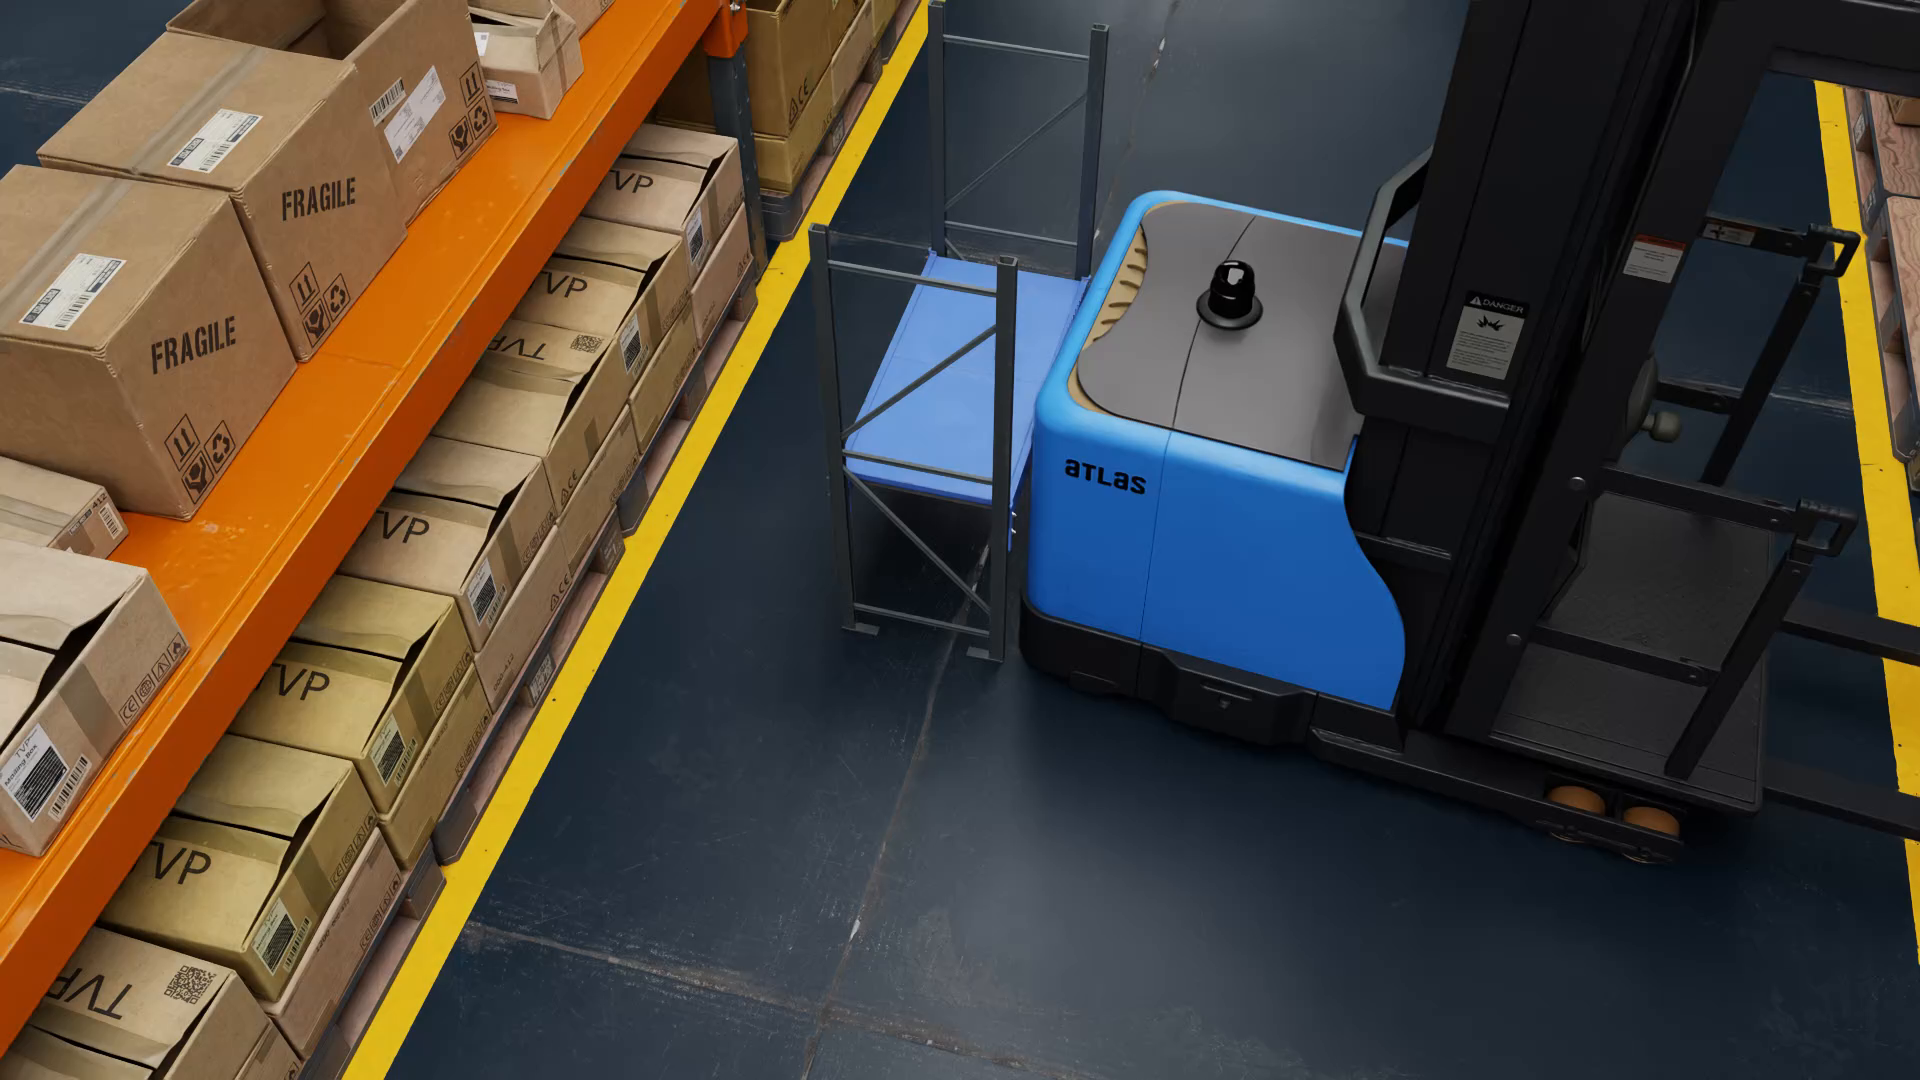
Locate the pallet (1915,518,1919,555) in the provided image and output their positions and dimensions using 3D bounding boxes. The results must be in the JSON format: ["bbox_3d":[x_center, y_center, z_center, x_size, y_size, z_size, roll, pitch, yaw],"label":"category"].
[{"bbox_3d":[3.371,0.394,4.761,1.003,0.211,1.213,12,50,10],"label":"pallet"}]

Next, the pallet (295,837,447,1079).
[{"bbox_3d":[-2.004,1.162,4.084,1.003,0.211,1.213,12,50,10],"label":"pallet"}]

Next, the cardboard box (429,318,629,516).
[{"bbox_3d":[-1.300,-0.394,4.777,0.500,0.311,0.500,11,50,10],"label":"cardboard box"}]

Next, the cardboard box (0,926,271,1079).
[{"bbox_3d":[-1.838,1.091,3.466,0.500,0.311,0.500,13,50,11],"label":"cardboard box"}]

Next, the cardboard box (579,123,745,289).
[{"bbox_3d":[-1.036,-1.132,5.428,0.500,0.311,0.500,12,50,10],"label":"cardboard box"}]

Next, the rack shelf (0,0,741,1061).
[{"bbox_3d":[-1.732,-0.382,4.066,1.077,0.370,4.000,12,50,10],"label":"rack shelf"}]

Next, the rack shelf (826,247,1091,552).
[{"bbox_3d":[0.022,-0.439,4.877,0.538,0.185,1.000,12,50,10],"label":"rack shelf"}]

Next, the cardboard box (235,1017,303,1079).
[{"bbox_3d":[-1.838,1.277,3.676,0.500,0.250,0.500,11,50,10],"label":"cardboard box"}]

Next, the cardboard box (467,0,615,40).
[{"bbox_3d":[-1.293,-1.652,4.808,0.500,0.250,0.500,14,50,12],"label":"cardboard box"}]

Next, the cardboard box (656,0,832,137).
[{"bbox_3d":[-0.782,-1.817,5.907,0.500,0.500,0.500,12,50,10],"label":"cardboard box"}]

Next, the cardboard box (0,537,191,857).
[{"bbox_3d":[-1.836,0.247,3.090,0.500,0.311,0.500,11,49,10],"label":"cardboard box"}]

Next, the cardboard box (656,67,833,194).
[{"bbox_3d":[-0.791,-1.571,6.190,0.500,0.250,0.500,12,50,10],"label":"cardboard box"}]

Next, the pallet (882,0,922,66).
[{"bbox_3d":[-0.637,-2.596,7.400,1.003,0.211,1.213,12,50,10],"label":"pallet"}]

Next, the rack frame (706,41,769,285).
[{"bbox_3d":[-1.206,-2.067,5.073,1.000,3.000,0.127,12,50,10],"label":"rack frame"}]

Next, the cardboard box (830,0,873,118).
[{"bbox_3d":[-0.655,-1.932,6.508,0.500,0.250,0.500,12,50,10],"label":"cardboard box"}]

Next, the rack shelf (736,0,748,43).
[{"bbox_3d":[-0.680,-3.275,6.620,1.077,0.370,4.000,12,50,10],"label":"rack shelf"}]

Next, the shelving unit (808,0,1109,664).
[{"bbox_3d":[0.022,-0.558,4.742,0.538,1.500,1.048,12,50,10],"label":"shelving unit"}]

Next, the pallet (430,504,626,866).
[{"bbox_3d":[-1.681,0.282,4.860,1.003,0.211,1.213,12,50,10],"label":"pallet"}]

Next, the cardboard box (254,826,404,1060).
[{"bbox_3d":[-1.706,0.913,3.997,0.500,0.250,0.500,10,49,9],"label":"cardboard box"}]

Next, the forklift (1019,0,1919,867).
[{"bbox_3d":[1.746,-0.552,3.783,3.031,2.935,1.130,15,50,13],"label":"forklift"}]

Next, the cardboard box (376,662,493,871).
[{"bbox_3d":[-1.575,0.536,4.330,0.500,0.250,0.500,10,49,9],"label":"cardboard box"}]

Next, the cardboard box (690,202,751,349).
[{"bbox_3d":[-1.035,-0.939,5.632,0.500,0.250,0.500,11,50,10],"label":"cardboard box"}]

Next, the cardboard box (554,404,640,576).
[{"bbox_3d":[-1.305,-0.203,4.982,0.500,0.250,0.500,13,50,11],"label":"cardboard box"}]

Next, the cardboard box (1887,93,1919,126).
[{"bbox_3d":[3.967,-1.888,6.289,0.700,0.500,0.500,9,49,8],"label":"cardboard box"}]

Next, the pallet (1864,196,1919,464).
[{"bbox_3d":[3.717,-0.662,5.693,1.003,0.211,1.213,12,50,10],"label":"pallet"}]

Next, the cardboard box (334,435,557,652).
[{"bbox_3d":[-1.436,-0.031,4.456,0.500,0.311,0.500,11,49,10],"label":"cardboard box"}]

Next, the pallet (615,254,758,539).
[{"bbox_3d":[-1.362,-0.603,5.642,1.003,0.211,1.213,12,50,10],"label":"pallet"}]

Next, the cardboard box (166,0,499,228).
[{"bbox_3d":[-1.562,-1.166,4.212,0.500,0.500,0.500,15,50,13],"label":"cardboard box"}]

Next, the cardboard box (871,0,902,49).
[{"bbox_3d":[-0.518,-2.293,6.827,0.500,0.250,0.500,12,50,10],"label":"cardboard box"}]

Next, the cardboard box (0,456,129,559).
[{"bbox_3d":[-1.977,-0.024,3.438,0.380,0.149,0.250,15,50,13],"label":"cardboard box"}]

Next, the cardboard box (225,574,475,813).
[{"bbox_3d":[-1.571,0.341,4.128,0.500,0.311,0.500,10,49,9],"label":"cardboard box"}]

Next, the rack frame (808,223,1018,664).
[{"bbox_3d":[-0.111,-0.190,4.418,0.500,1.500,0.032,12,50,10],"label":"rack frame"}]

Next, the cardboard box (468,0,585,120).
[{"bbox_3d":[-1.260,-1.350,4.530,0.396,0.266,0.258,10,49,9],"label":"cardboard box"}]

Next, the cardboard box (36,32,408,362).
[{"bbox_3d":[-1.694,-0.804,3.892,0.500,0.500,0.500,12,50,10],"label":"cardboard box"}]

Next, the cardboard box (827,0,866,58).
[{"bbox_3d":[-0.658,-2.181,6.228,0.500,0.500,0.500,12,50,10],"label":"cardboard box"}]

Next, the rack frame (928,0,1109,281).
[{"bbox_3d":[0.156,-0.926,5.067,0.500,1.500,0.032,12,50,10],"label":"rack frame"}]

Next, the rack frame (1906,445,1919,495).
[{"bbox_3d":[3.574,-1.092,4.213,1.000,3.000,0.127,12,50,10],"label":"rack frame"}]

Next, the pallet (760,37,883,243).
[{"bbox_3d":[-0.956,-1.711,6.619,1.003,0.211,1.213,12,50,10],"label":"pallet"}]

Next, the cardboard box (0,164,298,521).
[{"bbox_3d":[-1.833,-0.423,3.556,0.500,0.500,0.500,9,49,8],"label":"cardboard box"}]

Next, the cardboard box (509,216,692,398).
[{"bbox_3d":[-1.167,-0.754,5.095,0.500,0.311,0.500,13,50,11],"label":"cardboard box"}]

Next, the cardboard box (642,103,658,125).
[{"bbox_3d":[-1.295,-1.674,6.281,0.500,0.250,0.500,12,50,10],"label":"cardboard box"}]

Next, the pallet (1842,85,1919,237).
[{"bbox_3d":[4.036,-1.547,6.475,1.003,0.211,1.213,12,50,10],"label":"pallet"}]

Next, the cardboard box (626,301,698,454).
[{"bbox_3d":[-1.170,-0.573,5.309,0.500,0.250,0.500,11,49,9],"label":"cardboard box"}]

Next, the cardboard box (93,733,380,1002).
[{"bbox_3d":[-1.707,0.710,3.803,0.500,0.311,0.500,10,49,9],"label":"cardboard box"}]

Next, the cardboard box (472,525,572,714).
[{"bbox_3d":[-1.440,0.165,4.658,0.500,0.250,0.500,12,50,11],"label":"cardboard box"}]
